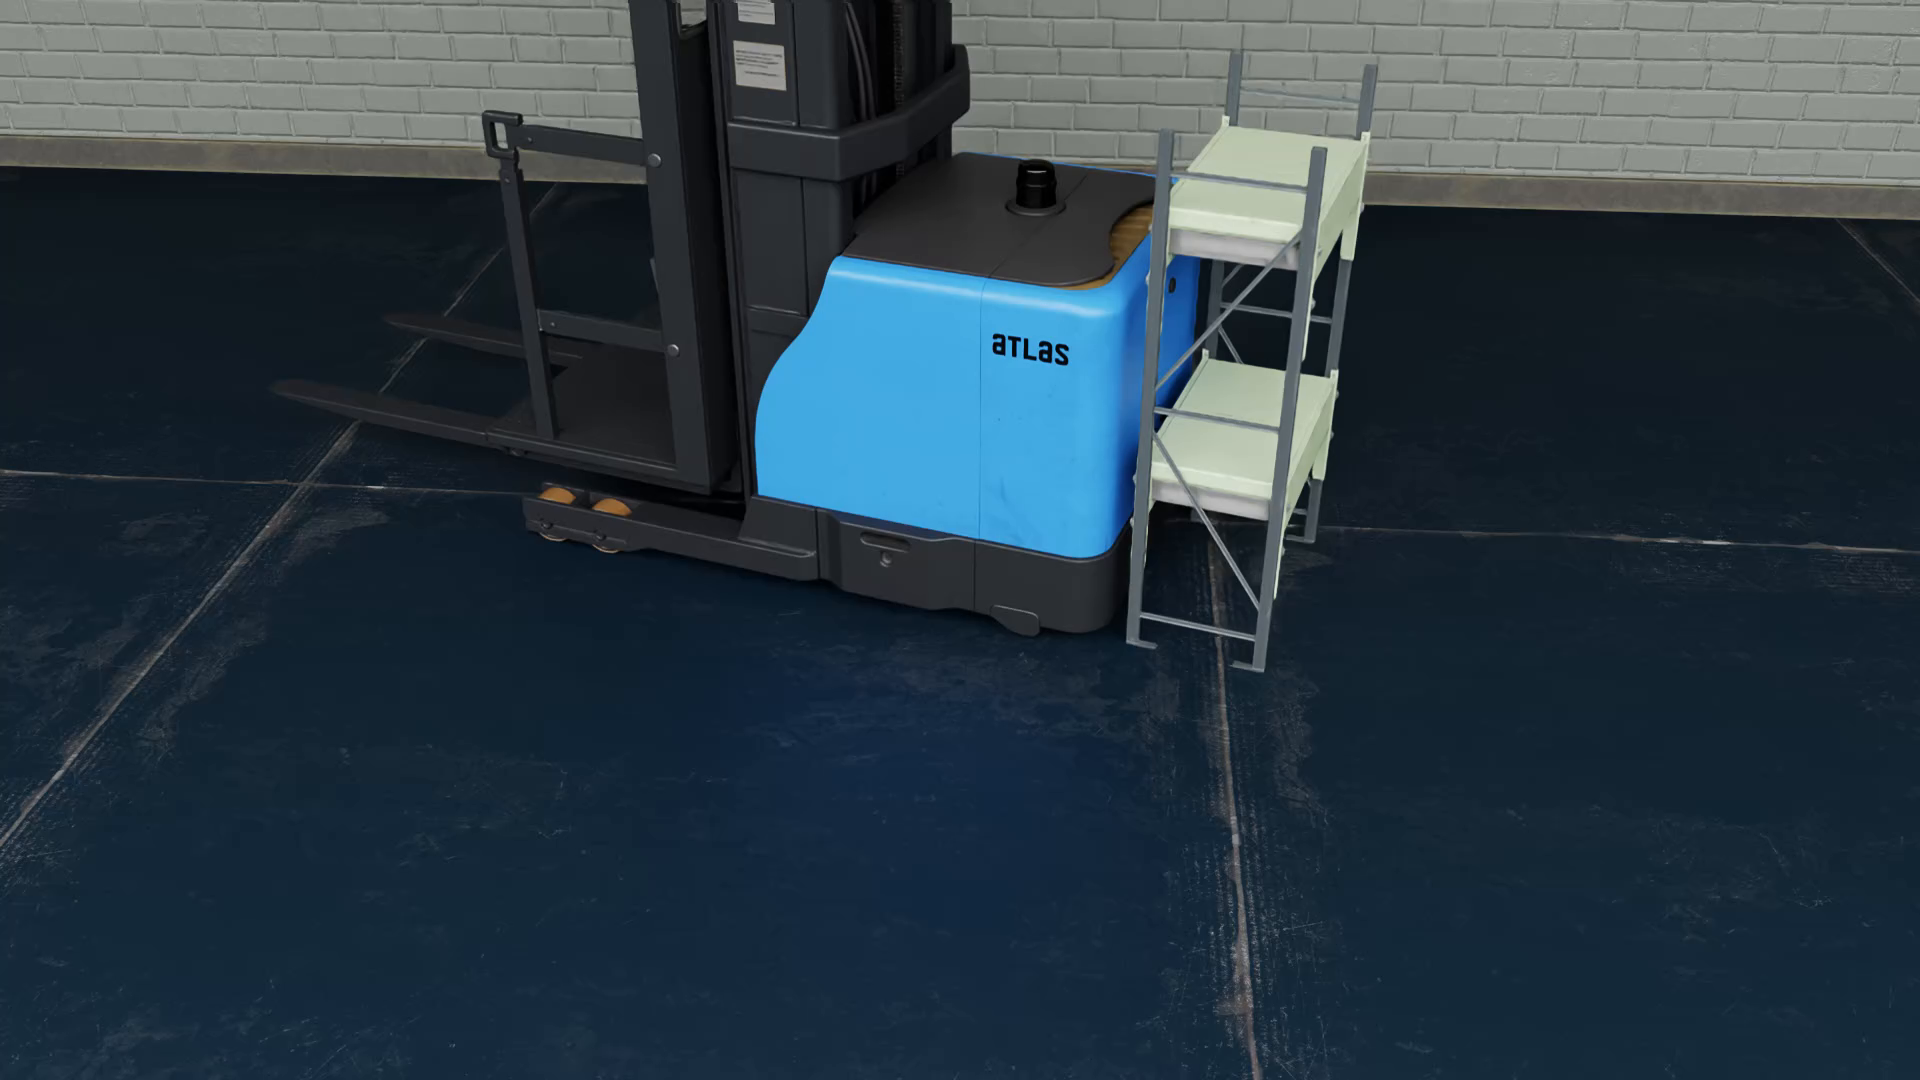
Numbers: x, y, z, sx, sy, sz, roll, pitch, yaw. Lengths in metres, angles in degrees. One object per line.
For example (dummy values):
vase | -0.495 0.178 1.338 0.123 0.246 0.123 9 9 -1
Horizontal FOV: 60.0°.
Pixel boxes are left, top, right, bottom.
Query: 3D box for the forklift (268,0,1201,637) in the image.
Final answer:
forklift | -0.829 -1.451 4.811 3.031 2.935 1.130 11 33 18

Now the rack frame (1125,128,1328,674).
rack frame | 0.666 -0.308 4.320 0.400 1.500 0.023 12 33 18

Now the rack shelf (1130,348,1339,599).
rack shelf | 0.798 -0.210 4.782 0.431 0.370 0.720 12 33 18

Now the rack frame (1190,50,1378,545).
rack frame | 0.930 -0.667 4.902 0.400 1.500 0.023 12 33 18

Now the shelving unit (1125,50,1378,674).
shelving unit | 0.798 -0.488 4.611 0.431 1.500 0.755 12 33 18

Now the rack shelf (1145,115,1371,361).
rack shelf | 0.798 -0.820 4.406 0.431 0.370 0.720 12 33 18
